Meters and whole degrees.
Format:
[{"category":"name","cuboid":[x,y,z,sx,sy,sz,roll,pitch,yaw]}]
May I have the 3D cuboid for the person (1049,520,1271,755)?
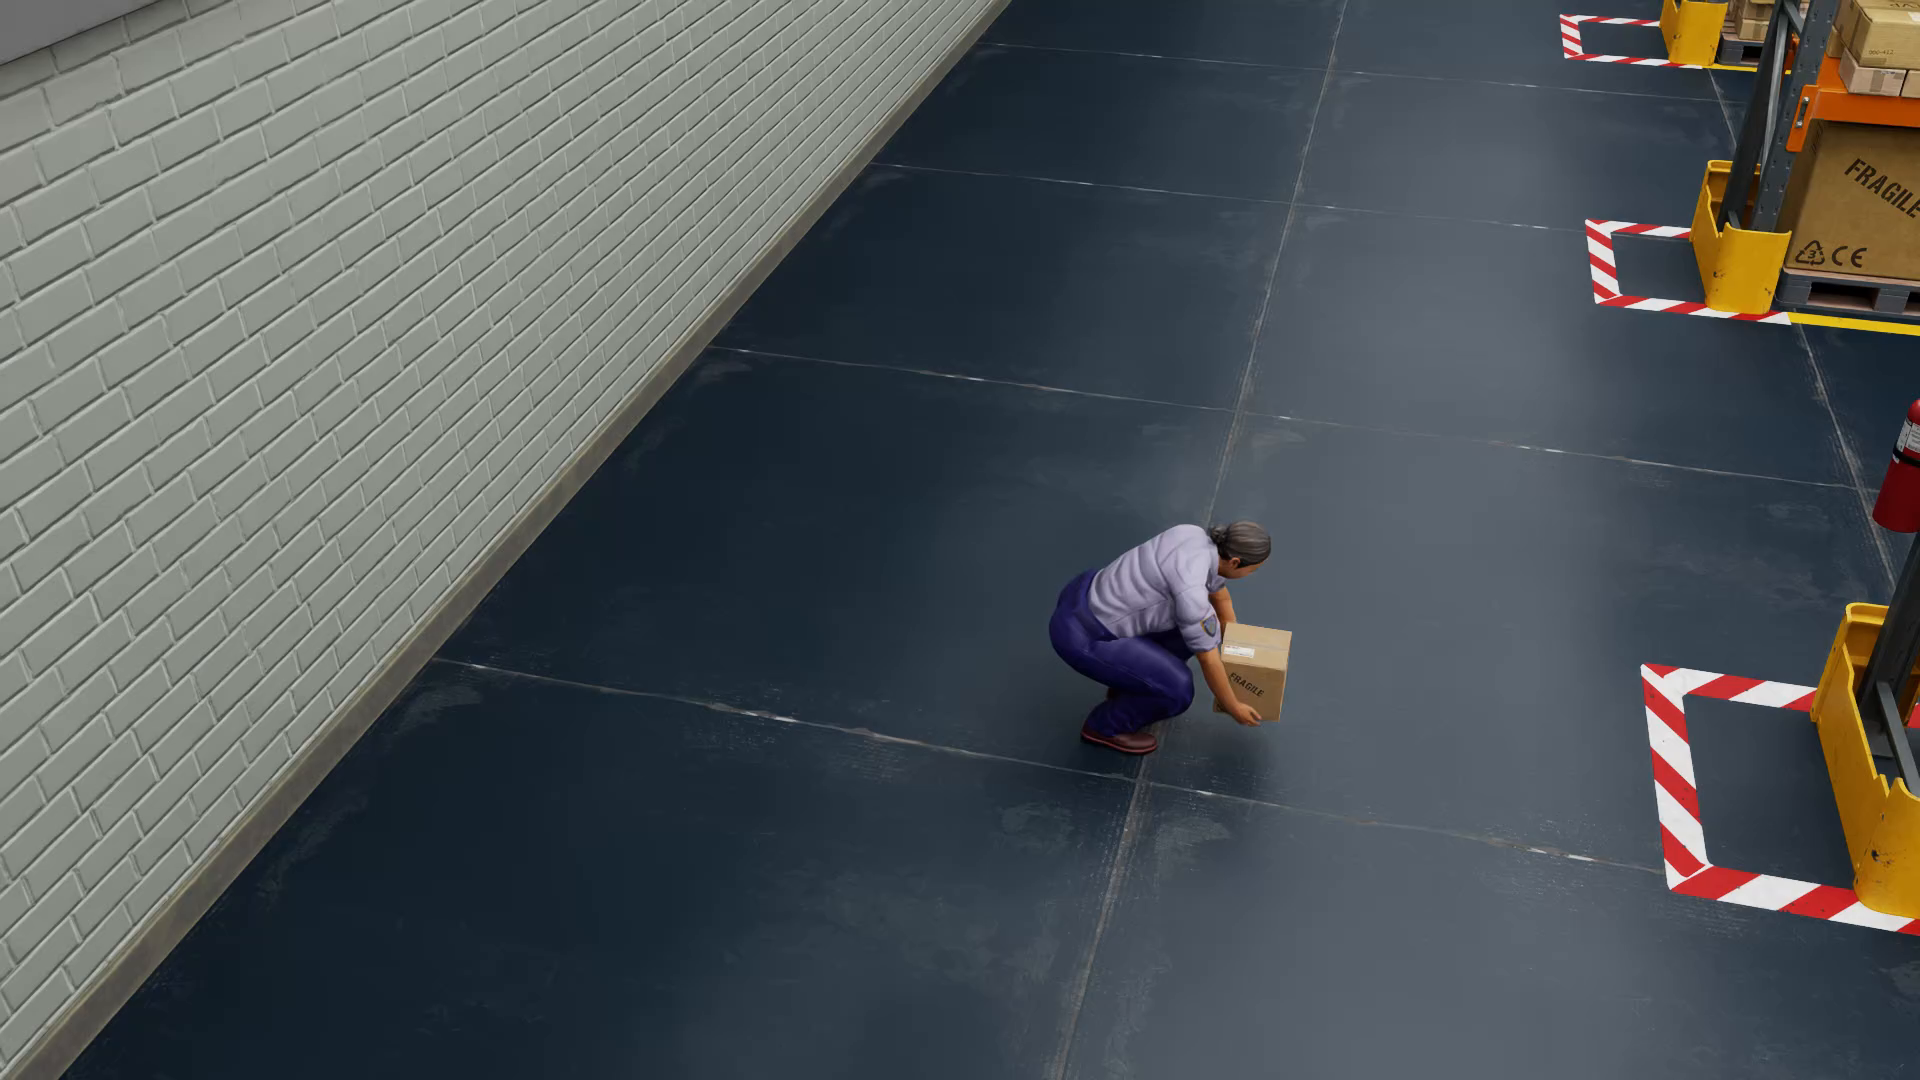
[{"category":"person","cuboid":[0.766,0.324,6.300,0.829,0.953,0.526,8,34,12]}]
